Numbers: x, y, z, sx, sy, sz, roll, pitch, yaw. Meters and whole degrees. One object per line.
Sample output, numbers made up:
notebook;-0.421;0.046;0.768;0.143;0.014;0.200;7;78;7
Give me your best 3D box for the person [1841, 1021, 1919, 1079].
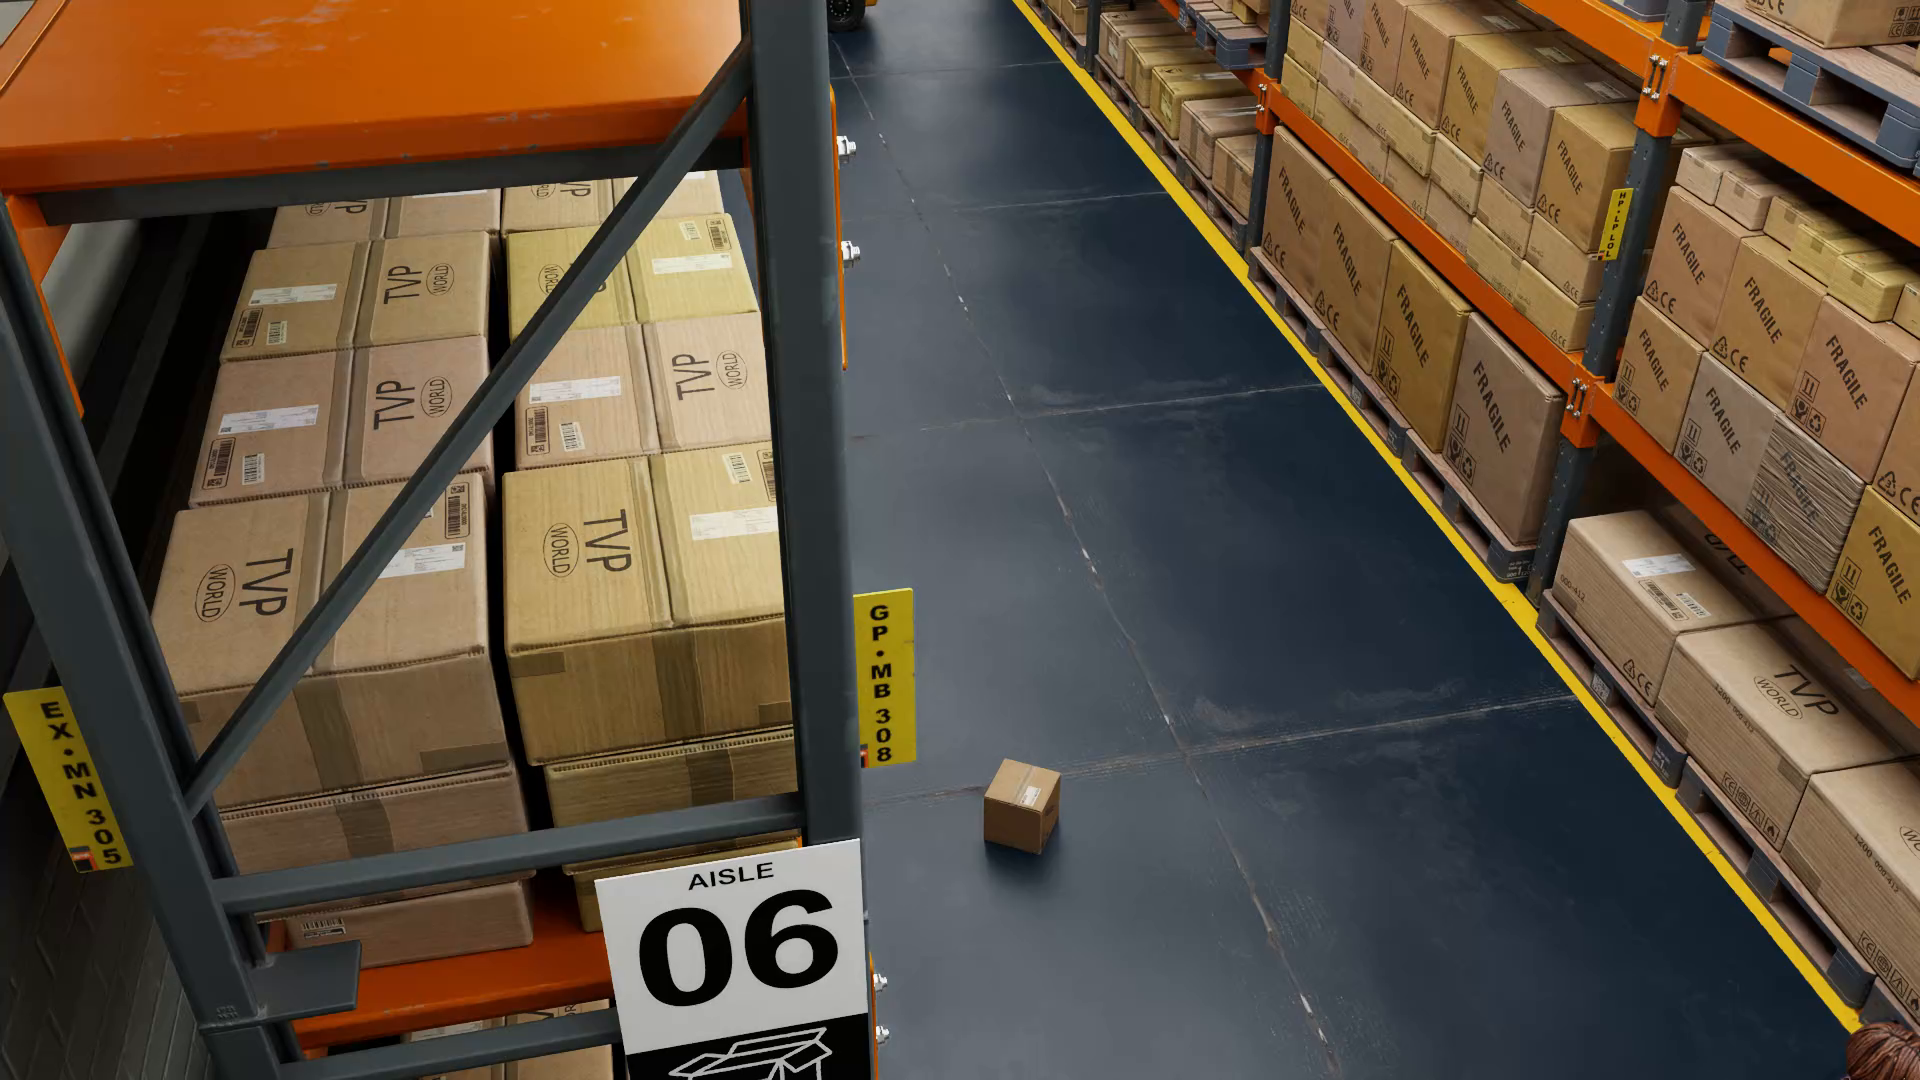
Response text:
person;2.413;1.940;4.585;0.414;1.638;0.628;-26;42;-32
